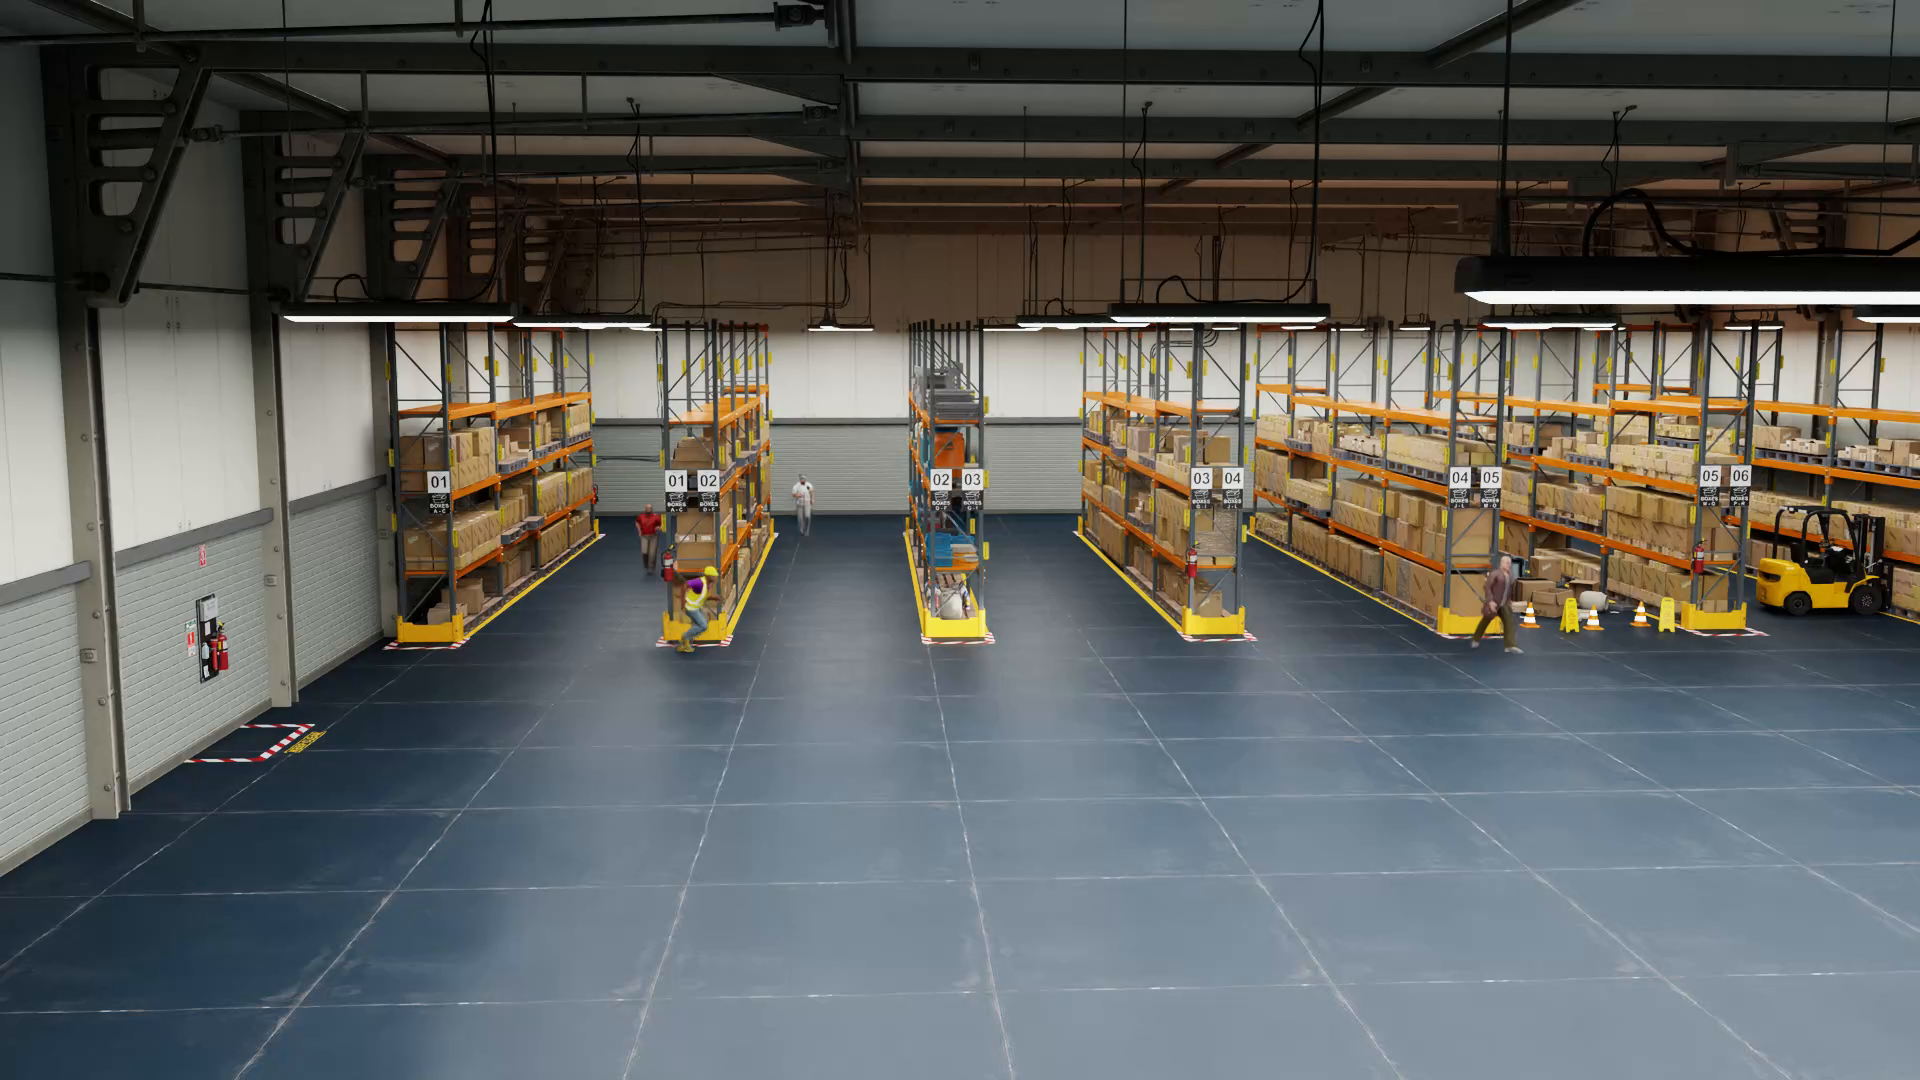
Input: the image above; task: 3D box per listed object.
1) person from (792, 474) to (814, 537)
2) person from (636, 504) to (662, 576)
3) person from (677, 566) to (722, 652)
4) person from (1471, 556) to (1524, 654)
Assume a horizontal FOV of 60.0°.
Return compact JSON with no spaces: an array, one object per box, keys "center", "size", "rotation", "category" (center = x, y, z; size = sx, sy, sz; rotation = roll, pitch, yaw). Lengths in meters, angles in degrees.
[{"center":[-4.462,-0.987,47.337],"size":[0.627,1.837,0.855],"rotation":[-1,7,-8],"category":"person"},{"center":[-7.413,0.000,39.598],"size":[0.667,1.729,0.682],"rotation":[0,7,-3],"category":"person"},{"center":[-4.719,1.255,29.841],"size":[0.864,1.580,0.747],"rotation":[2,7,18],"category":"person"},{"center":[9.670,1.136,29.856],"size":[0.720,1.723,1.062],"rotation":[-4,8,-31],"category":"person"}]
